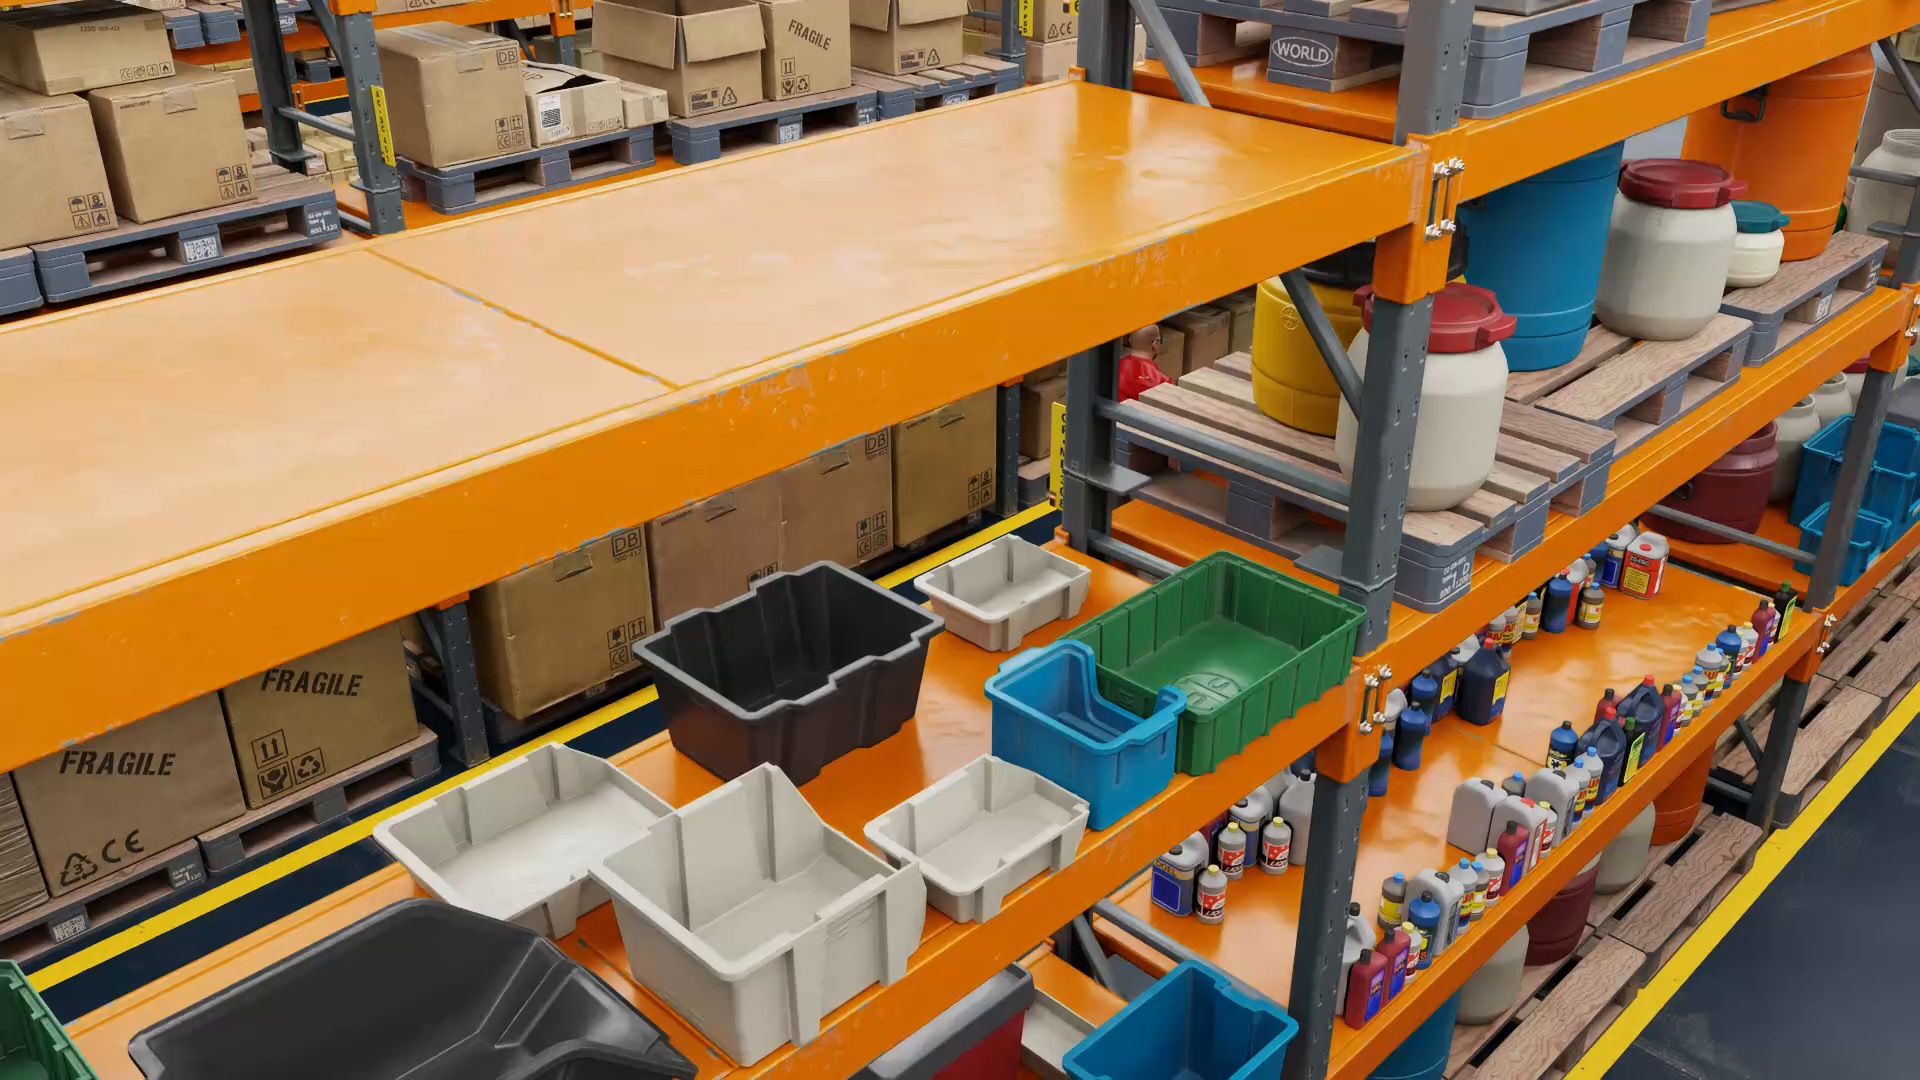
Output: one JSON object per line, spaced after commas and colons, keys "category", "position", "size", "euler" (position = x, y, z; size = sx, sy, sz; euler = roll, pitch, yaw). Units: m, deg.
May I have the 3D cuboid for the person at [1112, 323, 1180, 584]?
{"category": "person", "position": [1.039, -0.452, 9.794], "size": [0.606, 1.728, 0.386], "euler": [22, 35, 36]}
